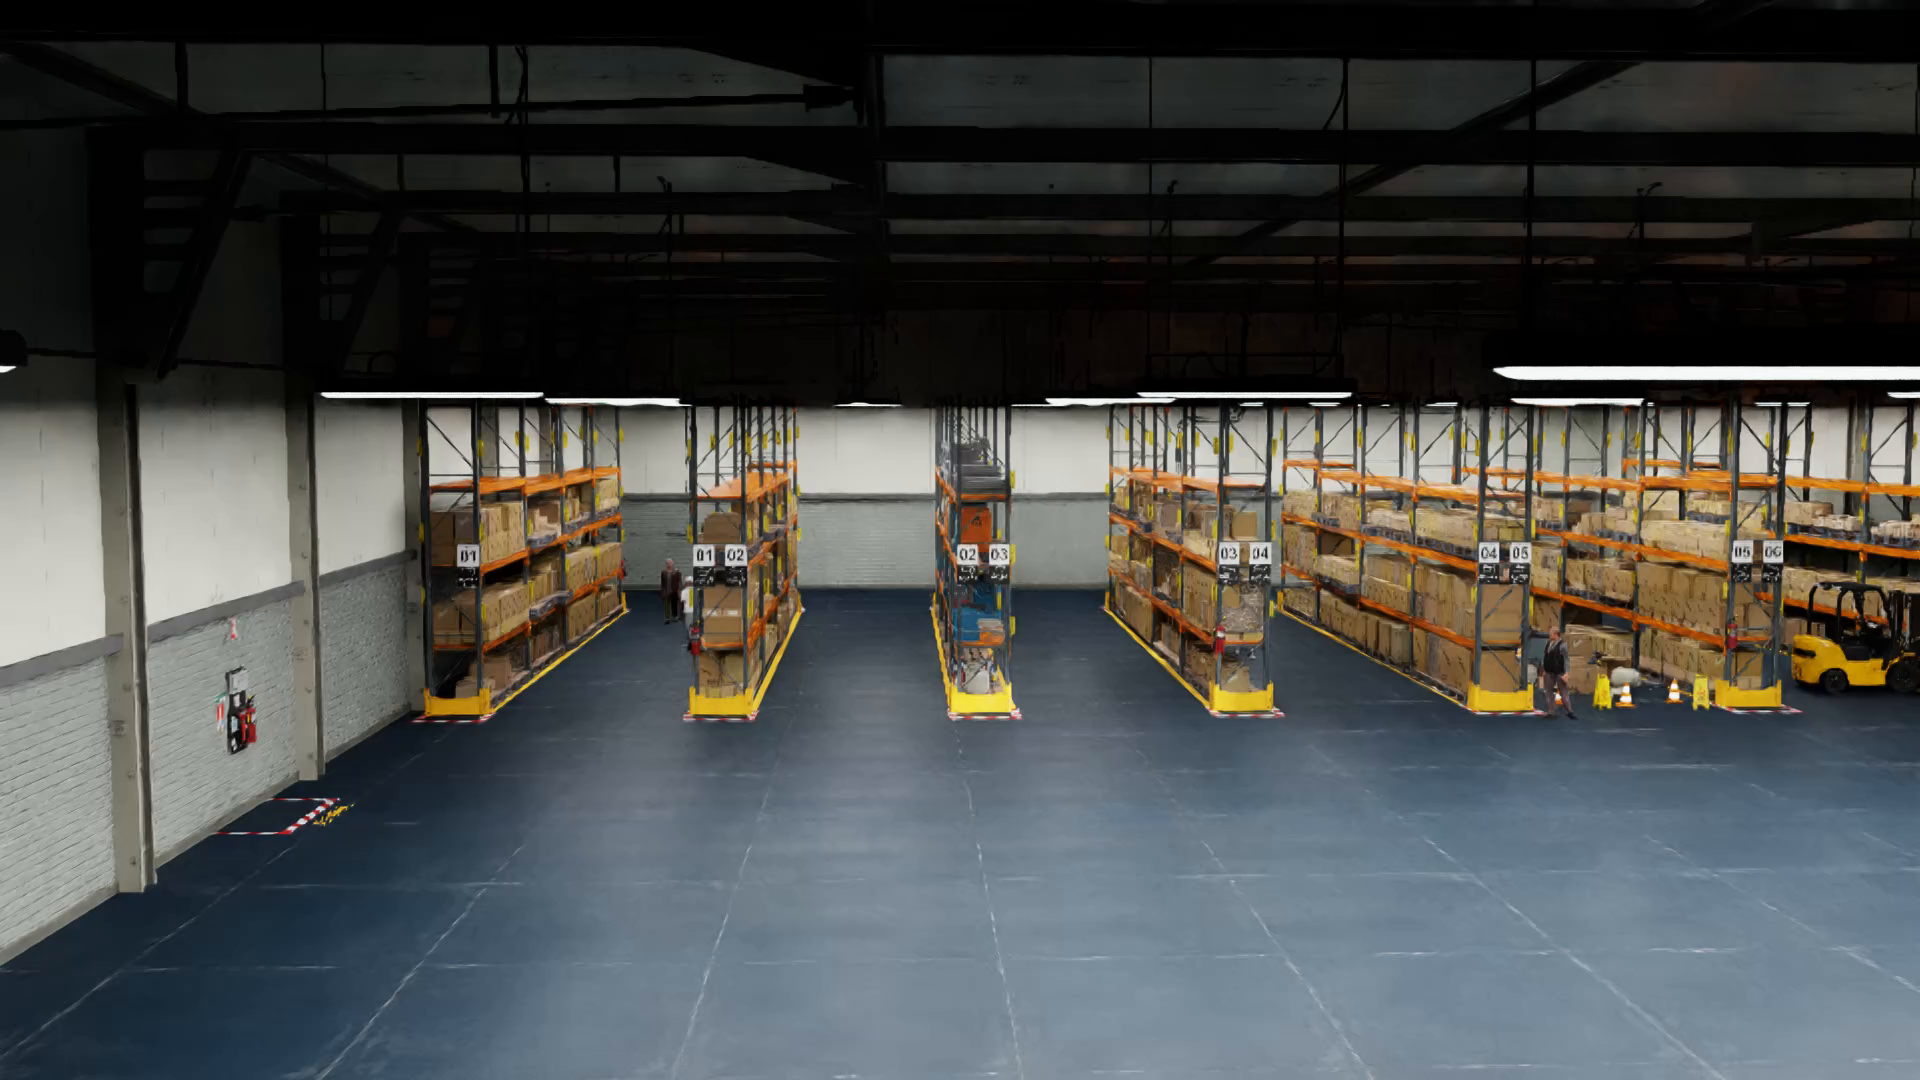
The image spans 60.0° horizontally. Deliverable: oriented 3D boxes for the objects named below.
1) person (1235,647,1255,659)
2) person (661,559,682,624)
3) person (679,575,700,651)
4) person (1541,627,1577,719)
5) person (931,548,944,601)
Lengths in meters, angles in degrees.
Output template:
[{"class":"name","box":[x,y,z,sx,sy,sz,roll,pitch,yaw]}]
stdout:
[{"class":"person","box":[6.515,1.900,38.287,0.446,1.590,1.110,0,4,0]},{"class":"person","box":[-7.729,1.357,44.502,0.603,1.724,1.111,0,5,-3]},{"class":"person","box":[-6.438,1.717,39.520,0.580,1.763,0.673,3,5,30]},{"class":"person","box":[11.071,2.457,30.750,0.544,1.714,0.631,-3,5,-31]},{"class":"person","box":[-0.485,1.016,49.499,0.488,1.624,0.932,2,5,21]}]
